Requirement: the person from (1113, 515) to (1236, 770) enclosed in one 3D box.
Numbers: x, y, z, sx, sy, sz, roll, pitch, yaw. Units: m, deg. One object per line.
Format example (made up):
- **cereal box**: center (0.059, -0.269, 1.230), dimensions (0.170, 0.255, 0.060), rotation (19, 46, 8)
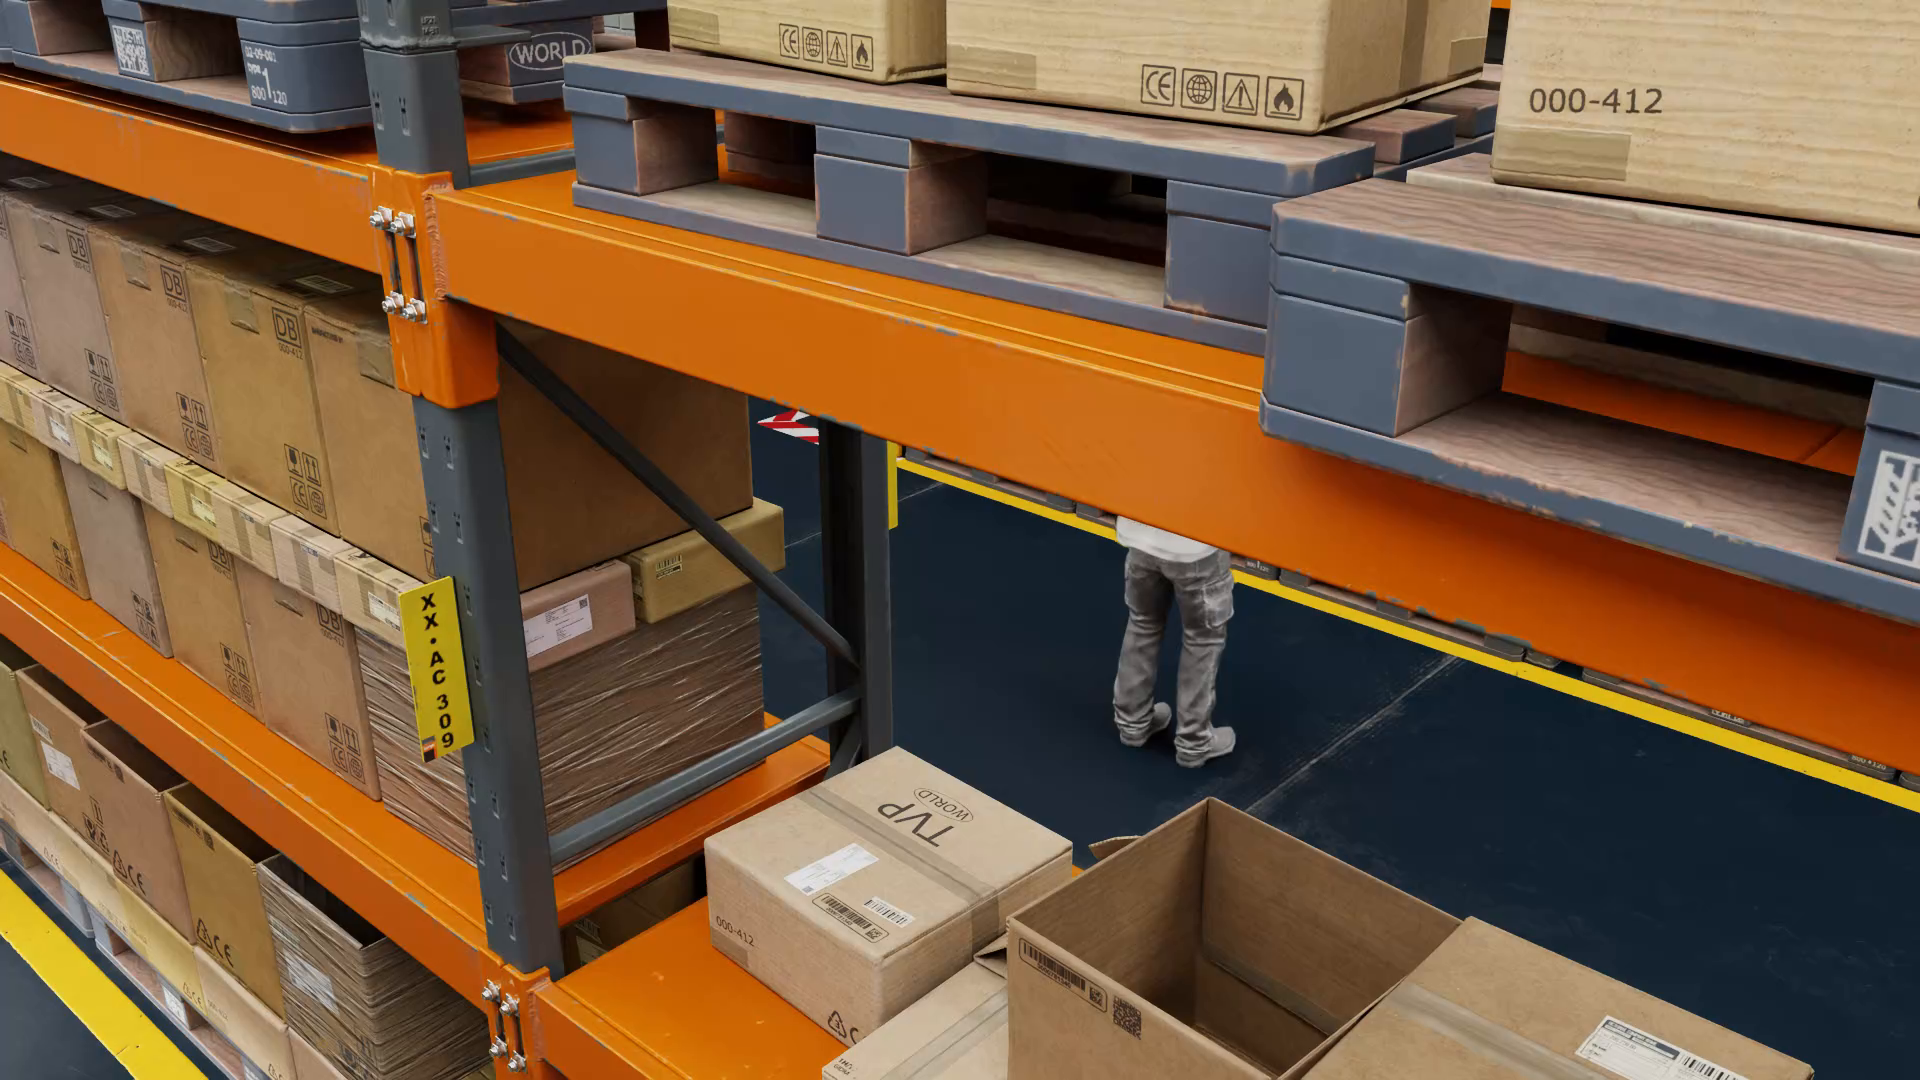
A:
- **person**: center (0.844, -0.041, 6.162), dimensions (0.532, 1.789, 0.538), rotation (20, 30, 37)
